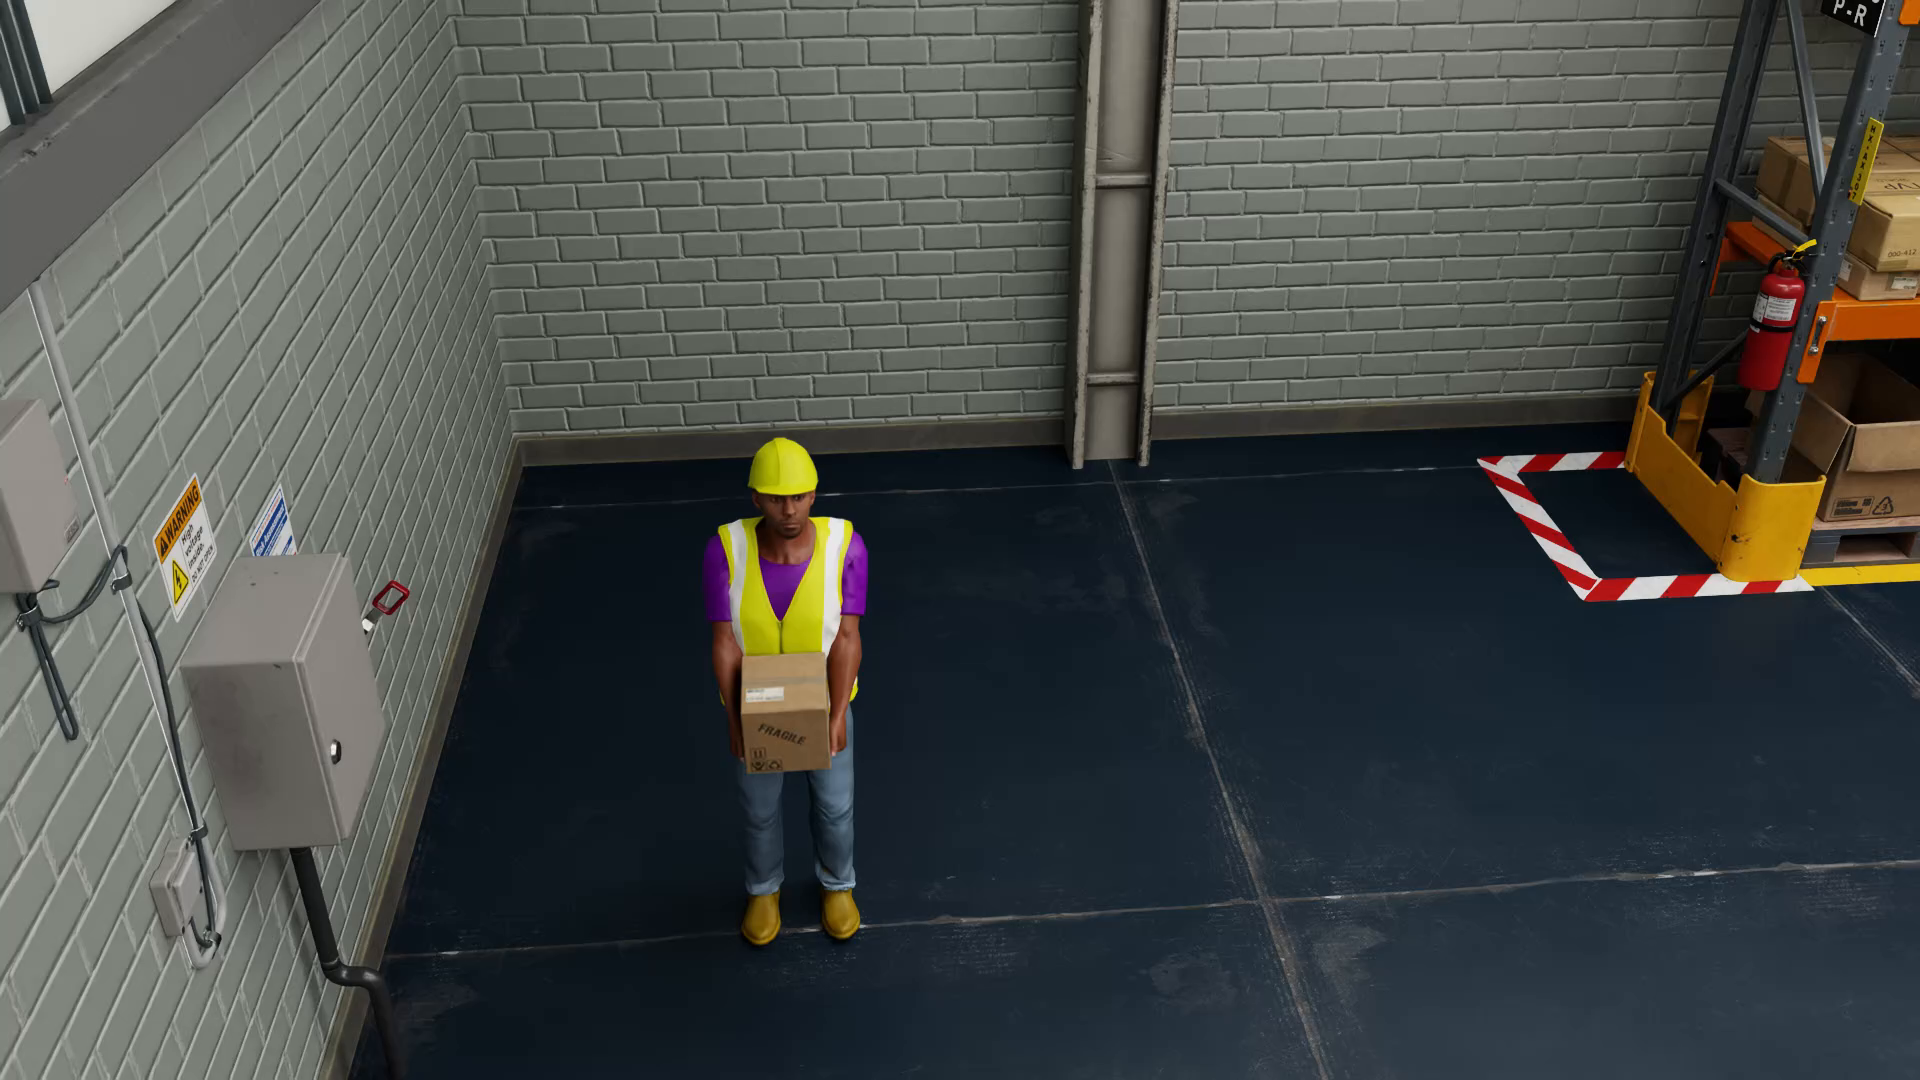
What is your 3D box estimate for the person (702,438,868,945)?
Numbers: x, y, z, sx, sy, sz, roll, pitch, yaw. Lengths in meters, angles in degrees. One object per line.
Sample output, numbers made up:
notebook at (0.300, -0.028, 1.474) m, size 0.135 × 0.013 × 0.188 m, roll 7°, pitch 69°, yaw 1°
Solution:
person at (-0.521, 0.551, 5.196) m, size 0.502 × 1.761 × 0.577 m, roll -3°, pitch 31°, yaw -4°
